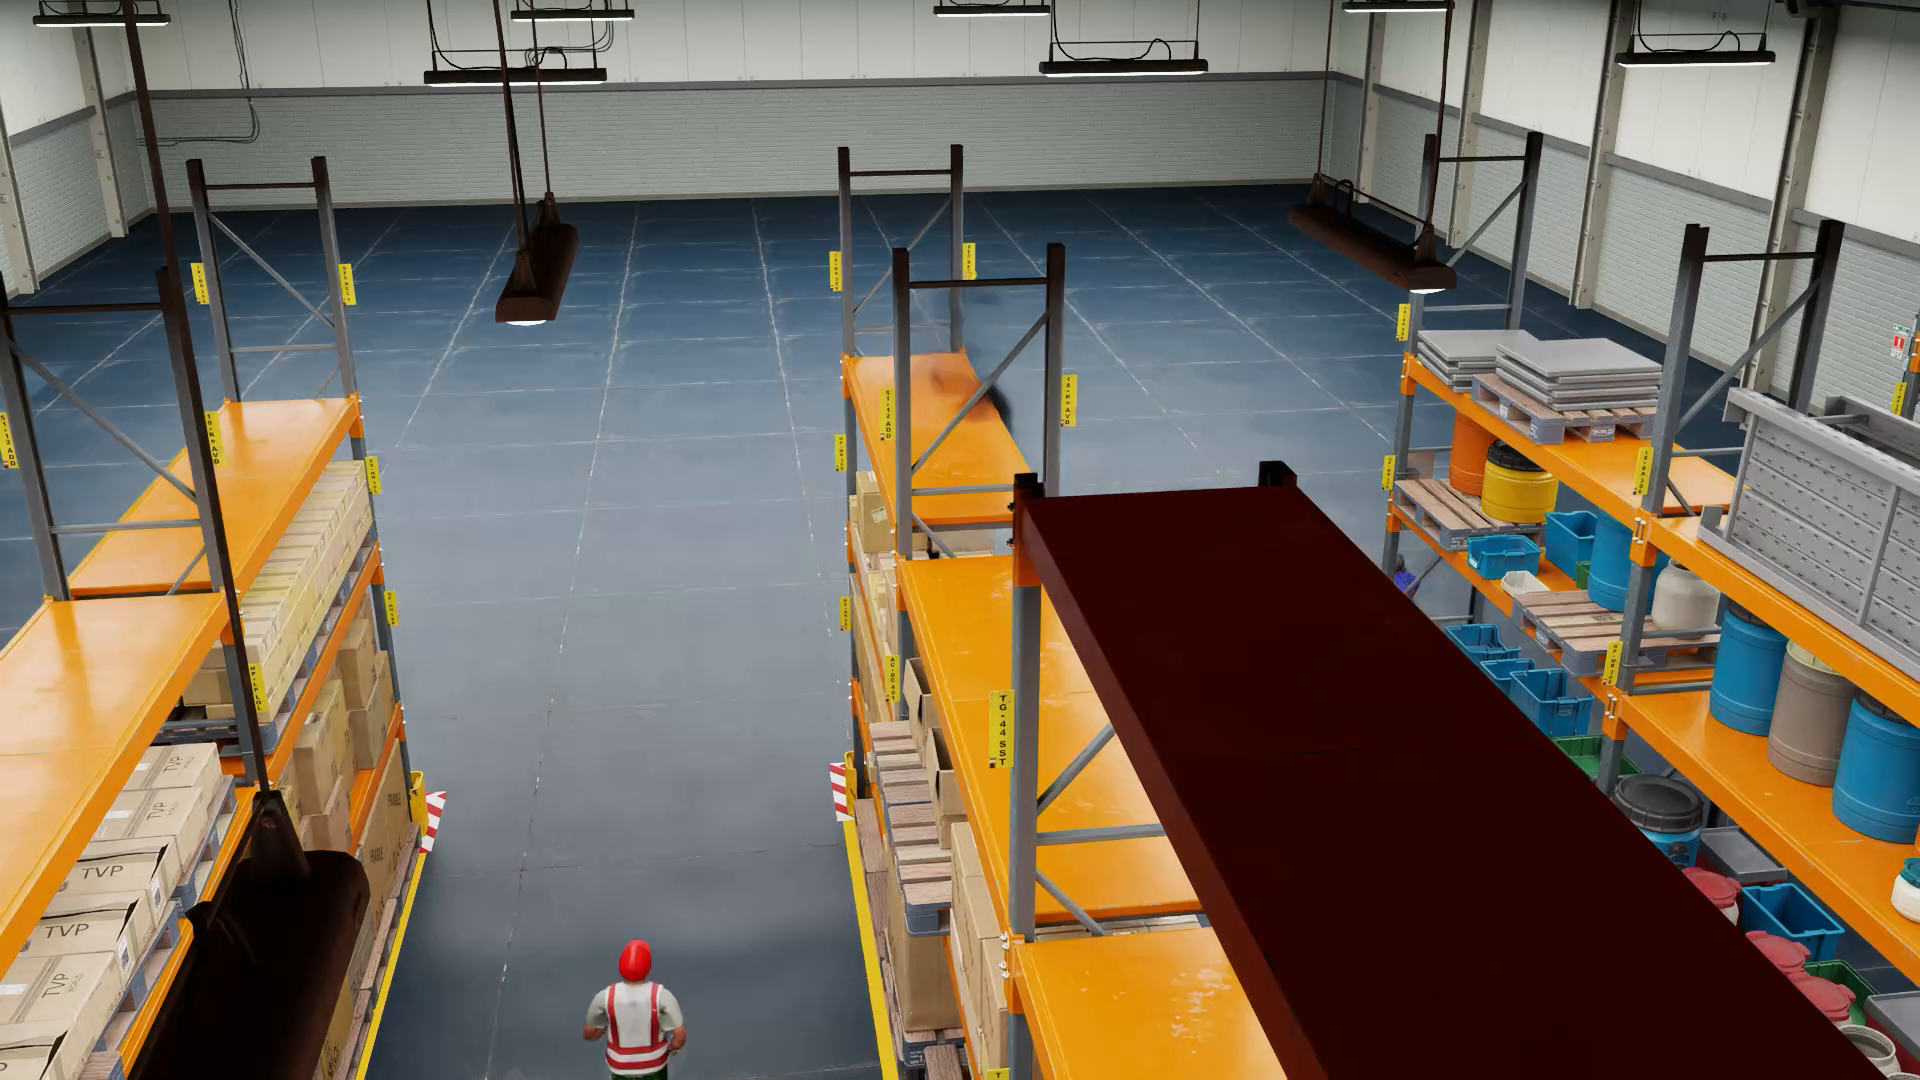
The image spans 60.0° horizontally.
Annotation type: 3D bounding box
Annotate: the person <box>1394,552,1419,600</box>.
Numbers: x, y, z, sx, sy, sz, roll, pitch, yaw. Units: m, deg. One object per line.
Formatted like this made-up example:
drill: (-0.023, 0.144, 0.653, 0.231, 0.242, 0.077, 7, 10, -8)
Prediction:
person: (4.440, 0.849, 17.368, 0.528, 1.614, 0.575, 10, 24, 24)

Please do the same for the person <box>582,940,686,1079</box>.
person: (-2.073, 3.389, 10.703, 0.647, 1.778, 0.803, -3, 22, -8)
